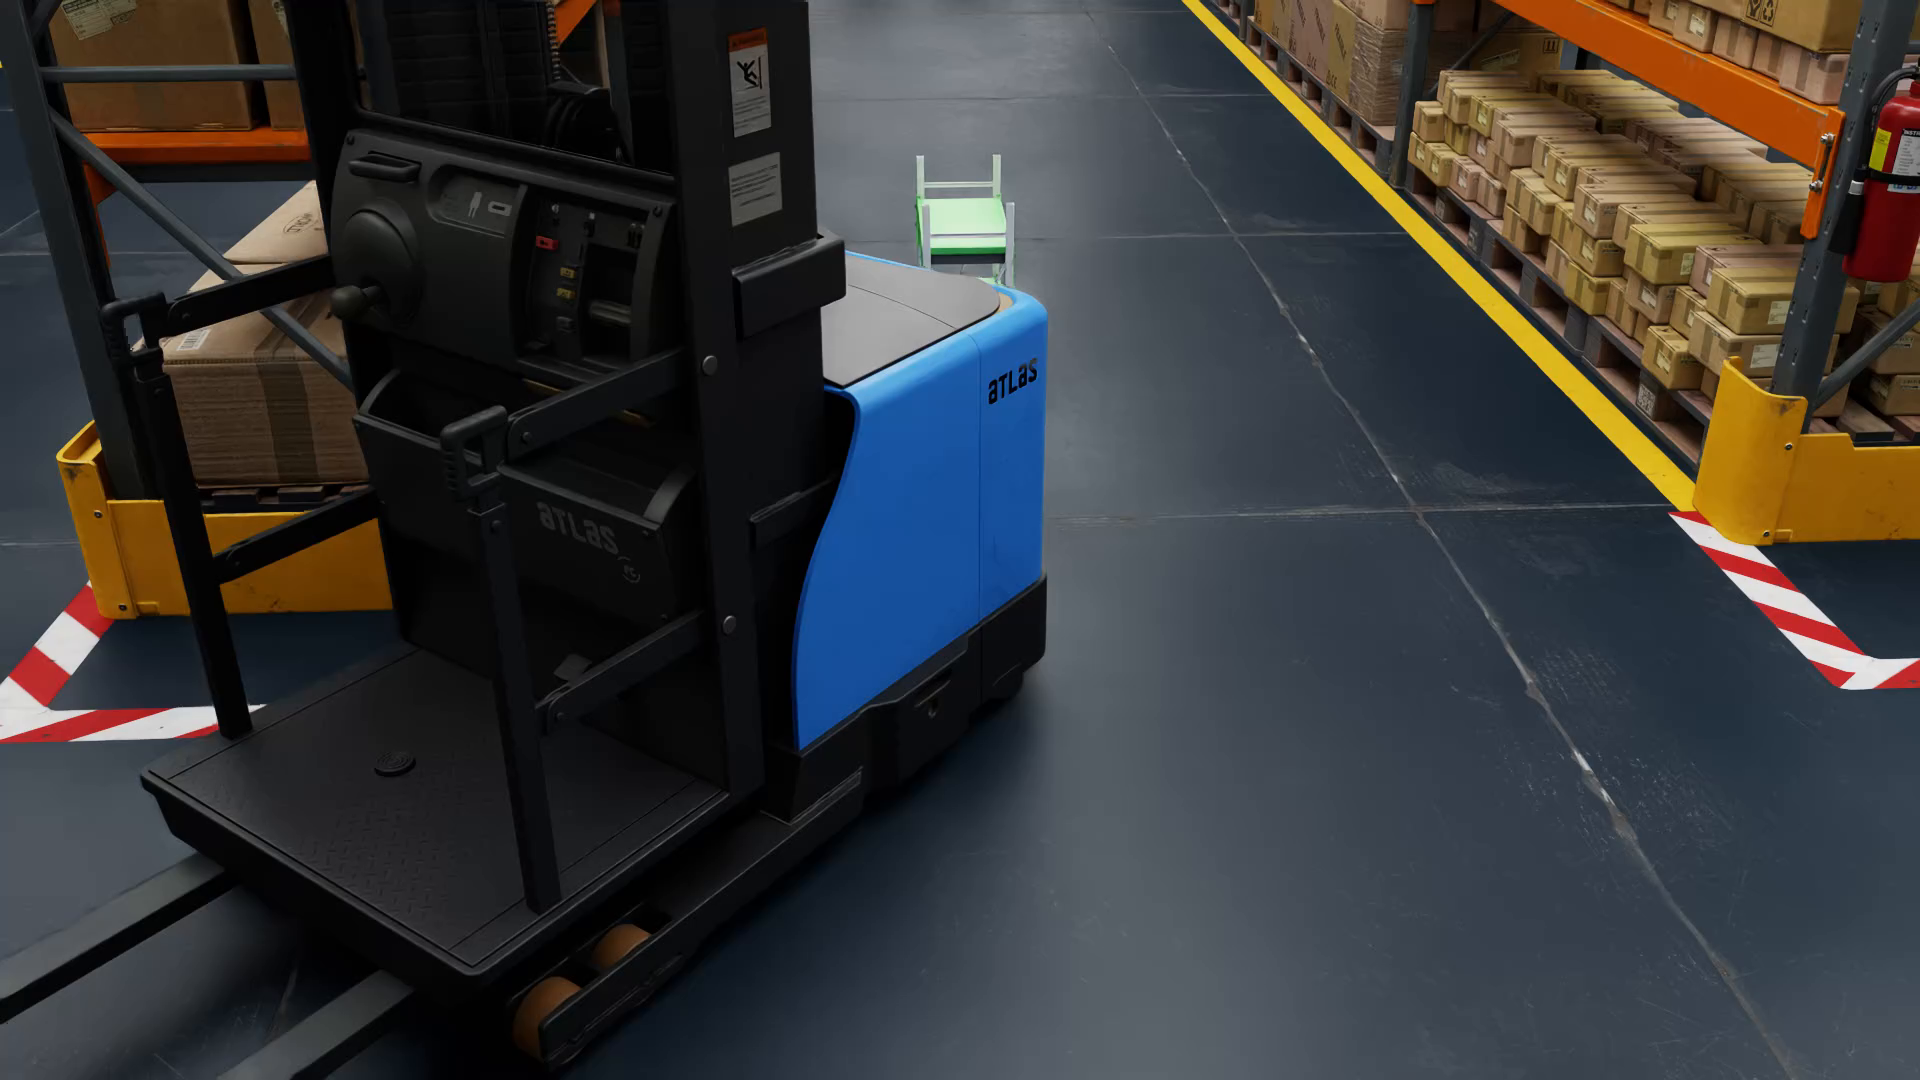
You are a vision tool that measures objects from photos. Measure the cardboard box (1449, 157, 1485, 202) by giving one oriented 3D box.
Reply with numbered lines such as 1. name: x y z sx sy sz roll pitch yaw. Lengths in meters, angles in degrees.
1. cardboard box: 2.570 -1.726 7.945 0.380 0.149 0.250 -2 28 -3

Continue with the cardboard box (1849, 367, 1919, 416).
1. cardboard box: 3.294 -0.541 5.673 0.380 0.149 0.250 -1 28 -2

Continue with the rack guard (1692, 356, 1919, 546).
1. rack guard: 2.998 -0.296 5.277 1.175 0.500 0.348 -1 28 -3

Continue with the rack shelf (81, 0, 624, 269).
1. rack shelf: -2.040 -1.808 6.250 1.077 0.370 4.000 -1 28 -3

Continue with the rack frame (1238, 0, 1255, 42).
1. rack frame: 2.584 -5.064 11.715 1.000 3.000 0.127 -1 28 -3

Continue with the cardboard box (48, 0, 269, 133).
1. cardboard box: -2.225 -1.464 4.705 0.500 0.500 0.500 -1 28 -2

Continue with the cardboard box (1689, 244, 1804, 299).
1. cardboard box: 2.766 -0.911 5.738 0.380 0.149 0.250 -1 28 -2

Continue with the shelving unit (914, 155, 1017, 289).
1. shelving unit: 0.009 -0.456 4.826 0.258 1.200 0.503 -1 28 -3

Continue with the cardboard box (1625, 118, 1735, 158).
1. cardboard box: 3.187 -1.768 7.382 0.380 0.149 0.250 -3 28 -5

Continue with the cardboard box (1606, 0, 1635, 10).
1. cardboard box: 2.693 -2.121 6.344 0.380 0.149 0.250 -1 28 -2

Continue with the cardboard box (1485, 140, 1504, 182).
1. cardboard box: 2.655 -1.744 7.658 0.380 0.149 0.250 -3 28 -5

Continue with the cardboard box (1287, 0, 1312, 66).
1. cardboard box: 2.428 -3.340 10.659 0.500 0.500 0.500 -2 28 -4

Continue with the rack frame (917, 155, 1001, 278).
1. rack frame: -0.004 -0.568 5.042 0.240 1.200 0.015 -1 28 -3

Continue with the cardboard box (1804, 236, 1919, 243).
1. cardboard box: 3.294 -1.049 6.003 0.380 0.149 0.250 -1 28 -3

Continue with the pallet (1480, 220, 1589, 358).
1. pallet: 2.930 -1.106 7.142 1.003 0.211 1.213 -1 28 -3

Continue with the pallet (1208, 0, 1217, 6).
1. pallet: 2.558 -4.755 14.139 1.003 0.211 1.213 -1 28 -3

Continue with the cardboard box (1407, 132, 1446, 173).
1. cardboard box: 2.491 -1.963 8.398 0.380 0.149 0.250 -3 28 -5

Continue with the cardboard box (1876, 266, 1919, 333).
1. cardboard box: 3.314 -0.805 5.536 0.380 0.149 0.250 -3 28 -5

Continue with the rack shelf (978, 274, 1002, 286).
1. rack shelf: 0.009 -0.612 4.745 0.258 0.148 0.480 -1 28 -3

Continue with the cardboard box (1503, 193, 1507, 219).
1. cardboard box: 2.682 -1.487 7.486 0.380 0.149 0.250 -3 28 -5

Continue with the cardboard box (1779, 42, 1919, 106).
1. cardboard box: 2.703 -1.402 4.965 0.380 0.149 0.250 -1 28 -3

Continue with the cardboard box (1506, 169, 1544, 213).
1. cardboard box: 2.596 -1.499 7.187 0.380 0.149 0.250 -2 28 -3

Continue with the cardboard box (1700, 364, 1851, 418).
1. cardboard box: 2.766 -0.530 5.650 0.380 0.149 0.250 -1 28 -2

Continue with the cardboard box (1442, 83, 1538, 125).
1. cardboard box: 2.560 -2.110 8.037 0.380 0.149 0.250 0 28 0

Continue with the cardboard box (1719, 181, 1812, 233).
1. cardboard box: 3.194 -1.290 6.465 0.380 0.149 0.250 0 28 -1

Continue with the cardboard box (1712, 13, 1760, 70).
1. cardboard box: 2.699 -1.633 5.409 0.380 0.149 0.250 -2 28 -3

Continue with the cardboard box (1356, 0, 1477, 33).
1. cardboard box: 2.502 -2.965 9.129 0.500 0.250 0.500 -2 28 -4

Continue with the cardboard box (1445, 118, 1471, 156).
1. cardboard box: 2.595 -1.981 8.111 0.380 0.149 0.250 -1 28 -2

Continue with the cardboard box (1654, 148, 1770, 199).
1. cardboard box: 3.117 -1.526 6.918 0.380 0.149 0.250 -1 28 -3

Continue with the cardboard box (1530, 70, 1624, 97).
1. cardboard box: 3.072 -2.244 8.295 0.380 0.149 0.250 -1 28 -1

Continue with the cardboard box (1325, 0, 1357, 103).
1. cardboard box: 2.477 -2.867 9.752 0.500 0.500 0.500 -2 28 -4

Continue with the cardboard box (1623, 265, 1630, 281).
1. cardboard box: 2.749 -1.027 6.282 0.380 0.149 0.250 -2 28 -3

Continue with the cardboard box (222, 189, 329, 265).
1. cardboard box: -2.126 -0.978 6.198 0.875 0.438 0.875 -1 28 -1

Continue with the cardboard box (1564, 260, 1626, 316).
1. cardboard box: 2.622 -1.000 6.552 0.380 0.149 0.250 -3 28 -5

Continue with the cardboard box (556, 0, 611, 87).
1. cardboard box: -2.257 -2.579 8.794 0.875 0.875 0.875 -1 28 -1

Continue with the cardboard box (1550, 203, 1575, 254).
1. cardboard box: 2.626 -1.258 6.725 0.380 0.149 0.250 0 28 0

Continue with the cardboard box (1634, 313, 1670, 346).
1. cardboard box: 2.724 -0.770 6.111 0.380 0.149 0.250 -2 28 -3

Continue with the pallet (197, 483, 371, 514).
1. pallet: -2.056 -0.334 5.662 1.003 0.211 1.213 -1 28 -3

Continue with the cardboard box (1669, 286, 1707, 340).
1. cardboard box: 2.730 -0.782 5.813 0.380 0.149 0.250 -2 28 -4

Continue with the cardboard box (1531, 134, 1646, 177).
1. cardboard box: 2.687 -1.631 7.119 0.380 0.149 0.250 -2 28 -5

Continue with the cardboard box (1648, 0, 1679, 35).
1. cardboard box: 2.678 -1.873 5.868 0.380 0.149 0.250 -3 28 -5

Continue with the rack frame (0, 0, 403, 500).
1. rack frame: -1.936 -1.203 4.313 1.000 3.000 0.127 -1 28 -3

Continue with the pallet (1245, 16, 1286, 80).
1. pallet: 2.624 -3.466 11.668 1.003 0.211 1.213 -1 28 -3

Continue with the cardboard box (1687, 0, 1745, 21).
1. cardboard box: 2.700 -1.985 5.382 0.500 0.500 0.500 -2 28 -3

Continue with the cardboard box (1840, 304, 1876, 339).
1. cardboard box: 3.273 -0.799 5.846 0.380 0.149 0.250 -2 28 -3

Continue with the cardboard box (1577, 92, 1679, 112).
1. cardboard box: 3.145 -2.013 7.851 0.380 0.149 0.250 -2 28 -3

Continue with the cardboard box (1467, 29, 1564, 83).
1. cardboard box: 3.020 -2.642 9.321 0.500 0.500 0.500 0 28 -1

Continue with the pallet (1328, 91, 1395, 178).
1. pallet: 2.751 -2.340 9.508 1.003 0.211 1.213 -1 28 -3

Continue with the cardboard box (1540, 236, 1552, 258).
1. cardboard box: 2.690 -1.245 7.022 0.380 0.149 0.250 -1 28 -1

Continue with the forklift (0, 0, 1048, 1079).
1. forklift: -1.035 -0.523 3.083 1.130 2.935 3.031 18 33 31

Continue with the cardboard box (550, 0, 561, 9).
1. cardboard box: -1.780 -2.175 6.069 0.500 0.500 0.500 0 28 -1

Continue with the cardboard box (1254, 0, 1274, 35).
1. cardboard box: 2.367 -3.809 11.558 0.500 0.500 0.500 -3 28 -5

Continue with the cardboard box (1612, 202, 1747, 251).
1. cardboard box: 2.675 -1.149 6.194 0.380 0.149 0.250 -2 28 -5

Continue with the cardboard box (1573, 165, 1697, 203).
1. cardboard box: 2.702 -1.396 6.668 0.380 0.149 0.250 -2 28 -4

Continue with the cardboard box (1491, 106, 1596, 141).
1. cardboard box: 2.658 -1.874 7.585 0.380 0.149 0.250 -2 28 -4
